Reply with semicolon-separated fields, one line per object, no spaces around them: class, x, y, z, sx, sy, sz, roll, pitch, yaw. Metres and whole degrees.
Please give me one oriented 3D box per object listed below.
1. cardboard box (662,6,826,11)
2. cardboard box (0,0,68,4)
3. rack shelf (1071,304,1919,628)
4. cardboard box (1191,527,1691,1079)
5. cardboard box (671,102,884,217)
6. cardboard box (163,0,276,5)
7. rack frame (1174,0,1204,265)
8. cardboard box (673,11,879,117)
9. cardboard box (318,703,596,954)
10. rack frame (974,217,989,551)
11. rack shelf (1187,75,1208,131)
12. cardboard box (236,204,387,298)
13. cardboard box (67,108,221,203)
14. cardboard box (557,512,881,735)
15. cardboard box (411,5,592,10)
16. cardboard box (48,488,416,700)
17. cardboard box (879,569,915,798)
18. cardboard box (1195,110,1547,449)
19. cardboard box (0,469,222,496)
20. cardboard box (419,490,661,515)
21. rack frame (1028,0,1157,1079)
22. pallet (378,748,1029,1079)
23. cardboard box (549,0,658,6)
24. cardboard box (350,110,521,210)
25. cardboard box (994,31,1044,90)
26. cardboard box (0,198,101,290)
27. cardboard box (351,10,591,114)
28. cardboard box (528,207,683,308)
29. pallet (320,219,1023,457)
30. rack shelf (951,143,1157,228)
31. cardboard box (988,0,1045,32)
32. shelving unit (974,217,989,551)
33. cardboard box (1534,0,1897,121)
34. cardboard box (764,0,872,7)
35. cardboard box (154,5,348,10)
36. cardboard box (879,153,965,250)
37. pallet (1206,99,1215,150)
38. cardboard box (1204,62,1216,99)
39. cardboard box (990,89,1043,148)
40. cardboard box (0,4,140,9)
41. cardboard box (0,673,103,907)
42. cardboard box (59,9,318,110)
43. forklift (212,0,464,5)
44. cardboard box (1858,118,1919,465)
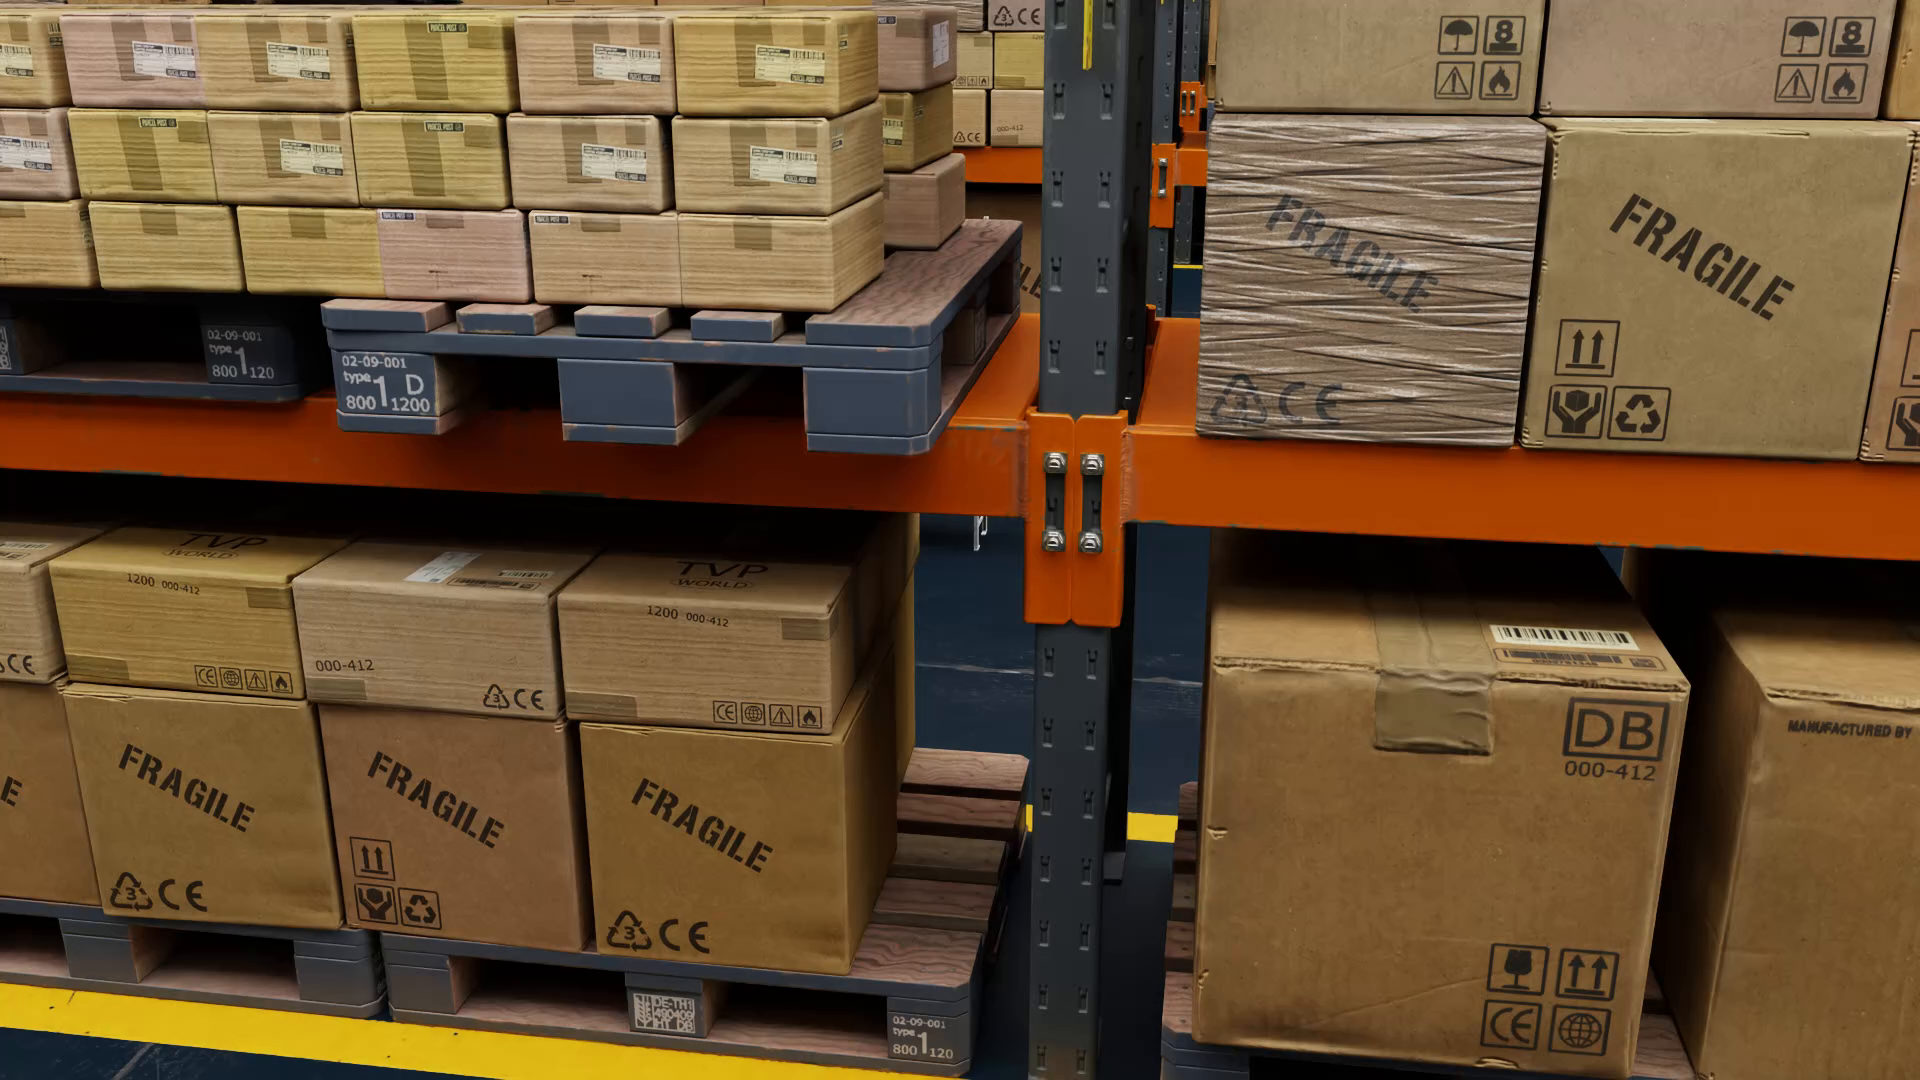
cardboard box;-0.421;-0.989;3.328;0.250;0.149;0.380;2;19;7
cardboard box;-4.507;-2.797;8.202;0.500;0.500;0.500;3;19;9
rack shelf;2.245;-0.089;2.974;4.000;0.370;1.077;3;19;9
cardboard box;0.858;0.396;3.275;0.750;0.750;1.050;3;19;8
cardboard box;-0.289;-0.634;2.735;0.250;0.149;0.380;3;19;10
cardboard box;-3.503;-2.746;8.050;0.500;0.500;0.500;3;19;8
rack frame;1.740;-3.641;12.459;0.127;3.000;1.000;3;19;9
cardboard box;-0.286;-0.774;2.684;0.250;0.149;0.380;2;19;6
cardboard box;-0.932;0.477;3.427;0.500;0.500;0.500;4;19;11
rack frame;0.077;-0.565;6.101;0.015;1.200;0.240;3;19;9
rack shelf;3.714;-3.200;12.272;4.000;0.370;1.077;3;19;9
cardboard box;-1.034;-0.531;2.896;0.250;0.149;0.380;3;19;8
cardboard box;-1.306;-0.685;2.888;0.250;0.149;0.380;3;19;8
cardboard box;-0.446;0.148;3.229;0.500;0.250;0.500;2;19;7
cardboard box;-0.923;-1.016;3.410;0.250;0.149;0.380;2;19;6
cardboard box;-1.446;0.096;3.386;0.500;0.250;0.500;3;19;10
cardboard box;-0.387;0.340;3.836;0.500;0.500;0.500;2;19;6
cardboard box;0.671;-0.471;2.825;0.500;0.500;0.500;3;19;9
cardboard box;-1.874;-0.091;3.942;0.500;0.250;0.500;2;19;6
cardboard box;-0.872;-0.036;3.778;0.500;0.250;0.500;3;19;8
rack frame;0.271;-0.530;3.161;0.127;3.000;1.000;3;19;9
pallet;-0.501;0.752;3.722;1.213;0.211;1.003;3;19;9
cardboard box;-1.603;-2.654;7.774;0.500;0.500;0.500;2;19;7
cardboard box;-0.813;-0.659;2.810;0.250;0.149;0.380;3;19;10
cardboard box;0.438;-2.197;7.590;0.500;0.250;0.500;3;19;8
cardboard box;-1.555;-0.557;2.976;0.250;0.149;0.380;3;19;10
cardboard box;-0.792;-0.800;2.763;0.250;0.149;0.380;4;19;10
cardboard box;-0.534;-0.504;2.817;0.250;0.149;0.380;3;19;9
pallet;-0.450;-0.442;3.199;1.003;0.211;1.213;3;19;9
rack shelf;-1.019;-1.846;8.226;4.000;0.370;1.077;3;19;9
cardboard box;0.404;-2.552;7.469;0.500;0.500;0.500;2;19;7
shelving unit;-0.163;-0.577;6.138;0.503;1.200;0.258;3;19;9
cardboard box;1.212;-1.001;2.835;0.500;0.500;0.700;3;19;8
cardboard box;-0.593;-2.602;7.620;0.500;0.500;0.500;3;19;9
cardboard box;-1.453;-1.042;3.487;0.250;0.149;0.380;3;19;10
cardboard box;-0.139;-0.696;3.390;0.250;0.149;0.380;3;19;8
pallet;1.677;-1.993;7.834;1.003;0.211;1.213;3;19;9
cardboard box;1.248;-2.092;7.561;0.250;0.149;0.380;2;19;5
cardboard box;0.416;-1.959;7.668;0.500;0.250;0.500;2;19;7
cardboard box;-1.965;-1.069;3.567;0.250;0.149;0.380;2;19;6
cardboard box;-1.949;0.423;3.589;0.500;0.500;0.500;3;19;10
cardboard box;-1.293;-0.826;2.842;0.250;0.149;0.380;3;19;9
forklift;-2.509;-1.378;5.803;3.031;2.935;1.130;0;19;0
cardboard box;1.672;-0.420;2.675;0.500;0.500;0.500;3;19;9
